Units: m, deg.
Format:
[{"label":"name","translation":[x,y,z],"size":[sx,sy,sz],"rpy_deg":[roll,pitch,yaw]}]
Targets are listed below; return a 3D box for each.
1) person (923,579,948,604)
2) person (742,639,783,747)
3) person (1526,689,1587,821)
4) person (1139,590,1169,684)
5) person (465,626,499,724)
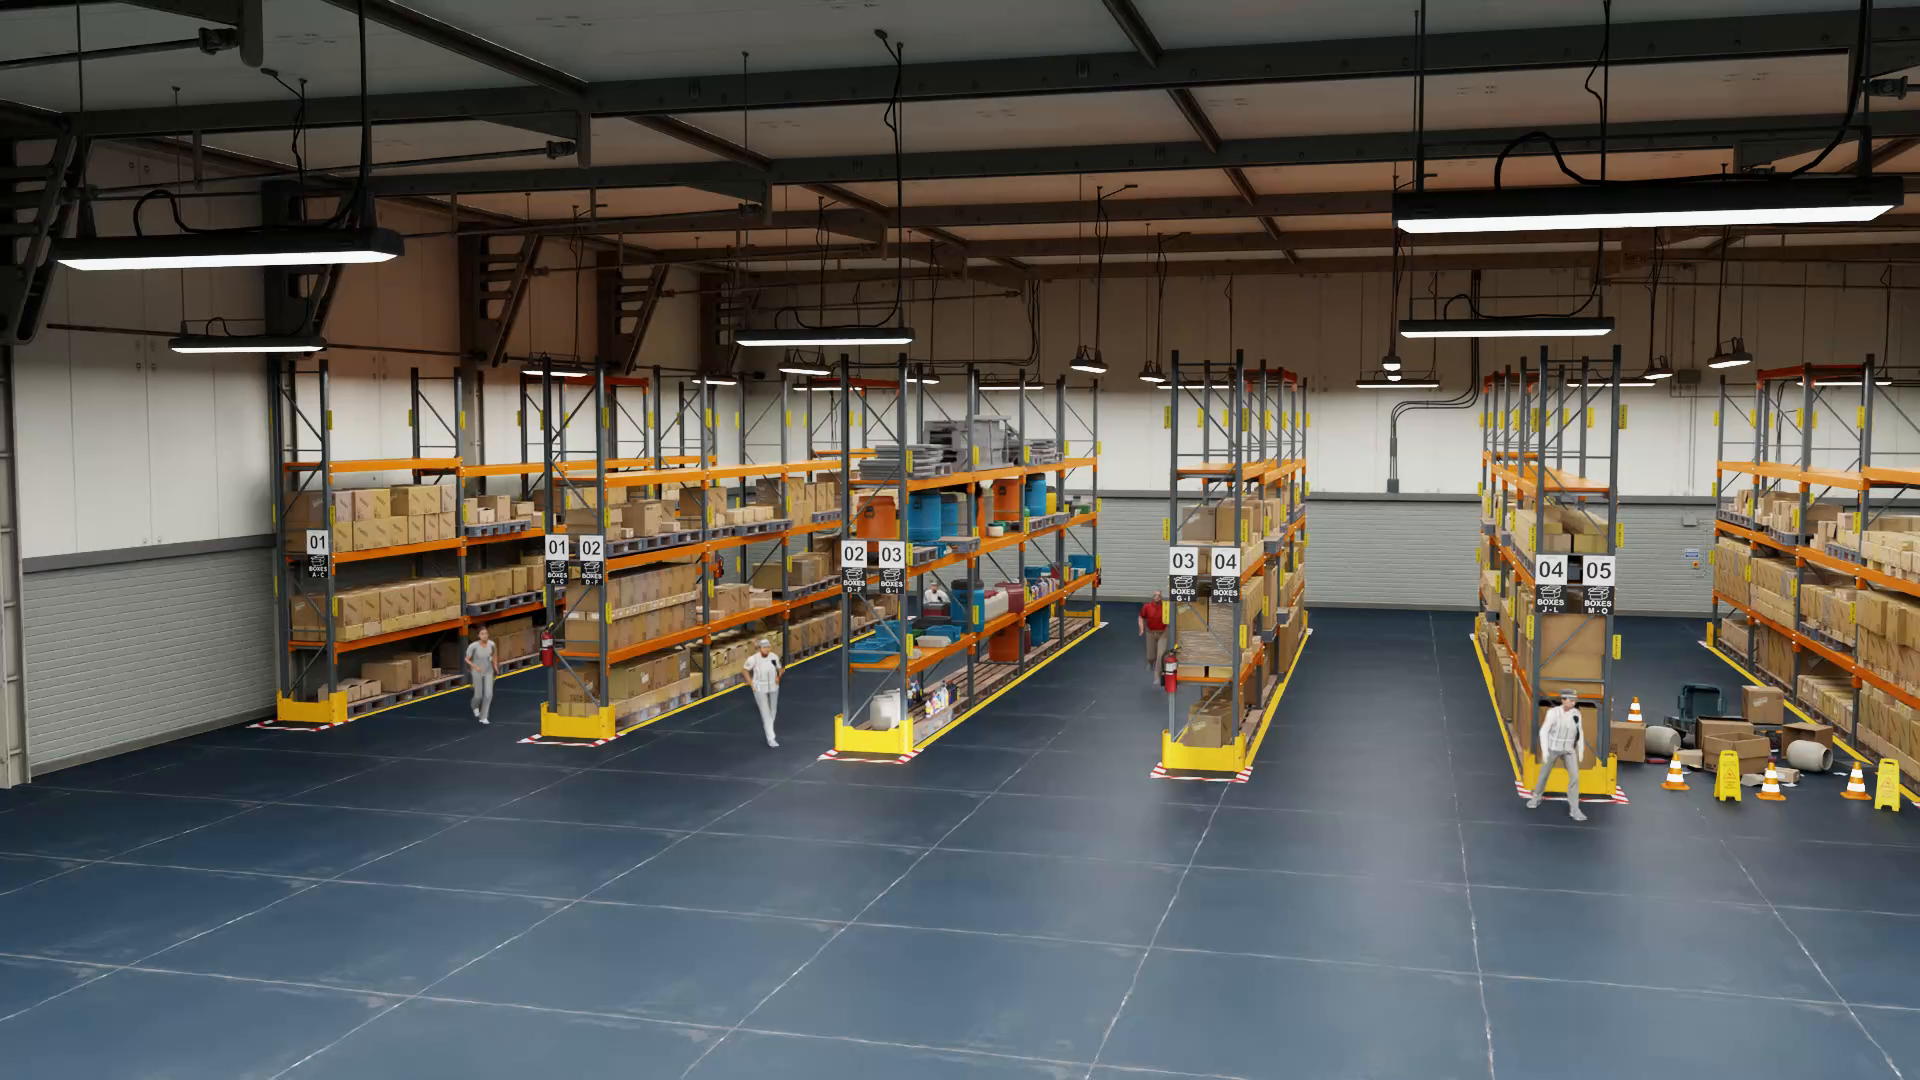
[{"label":"person","translation":[-0.520,1.523,34.339],"size":[0.610,1.479,0.668],"rpy_deg":[1,4,7]},{"label":"person","translation":[-3.025,2.330,25.690],"size":[0.611,1.643,0.851],"rpy_deg":[-2,5,-29]},{"label":"person","translation":[7.618,2.673,21.104],"size":[0.627,1.626,0.866],"rpy_deg":[0,4,-3]},{"label":"person","translation":[3.567,1.729,30.054],"size":[0.675,1.689,0.637],"rpy_deg":[0,4,1]},{"label":"person","translation":[-7.949,2.231,27.608],"size":[0.560,1.599,0.735],"rpy_deg":[-2,5,-29]}]
